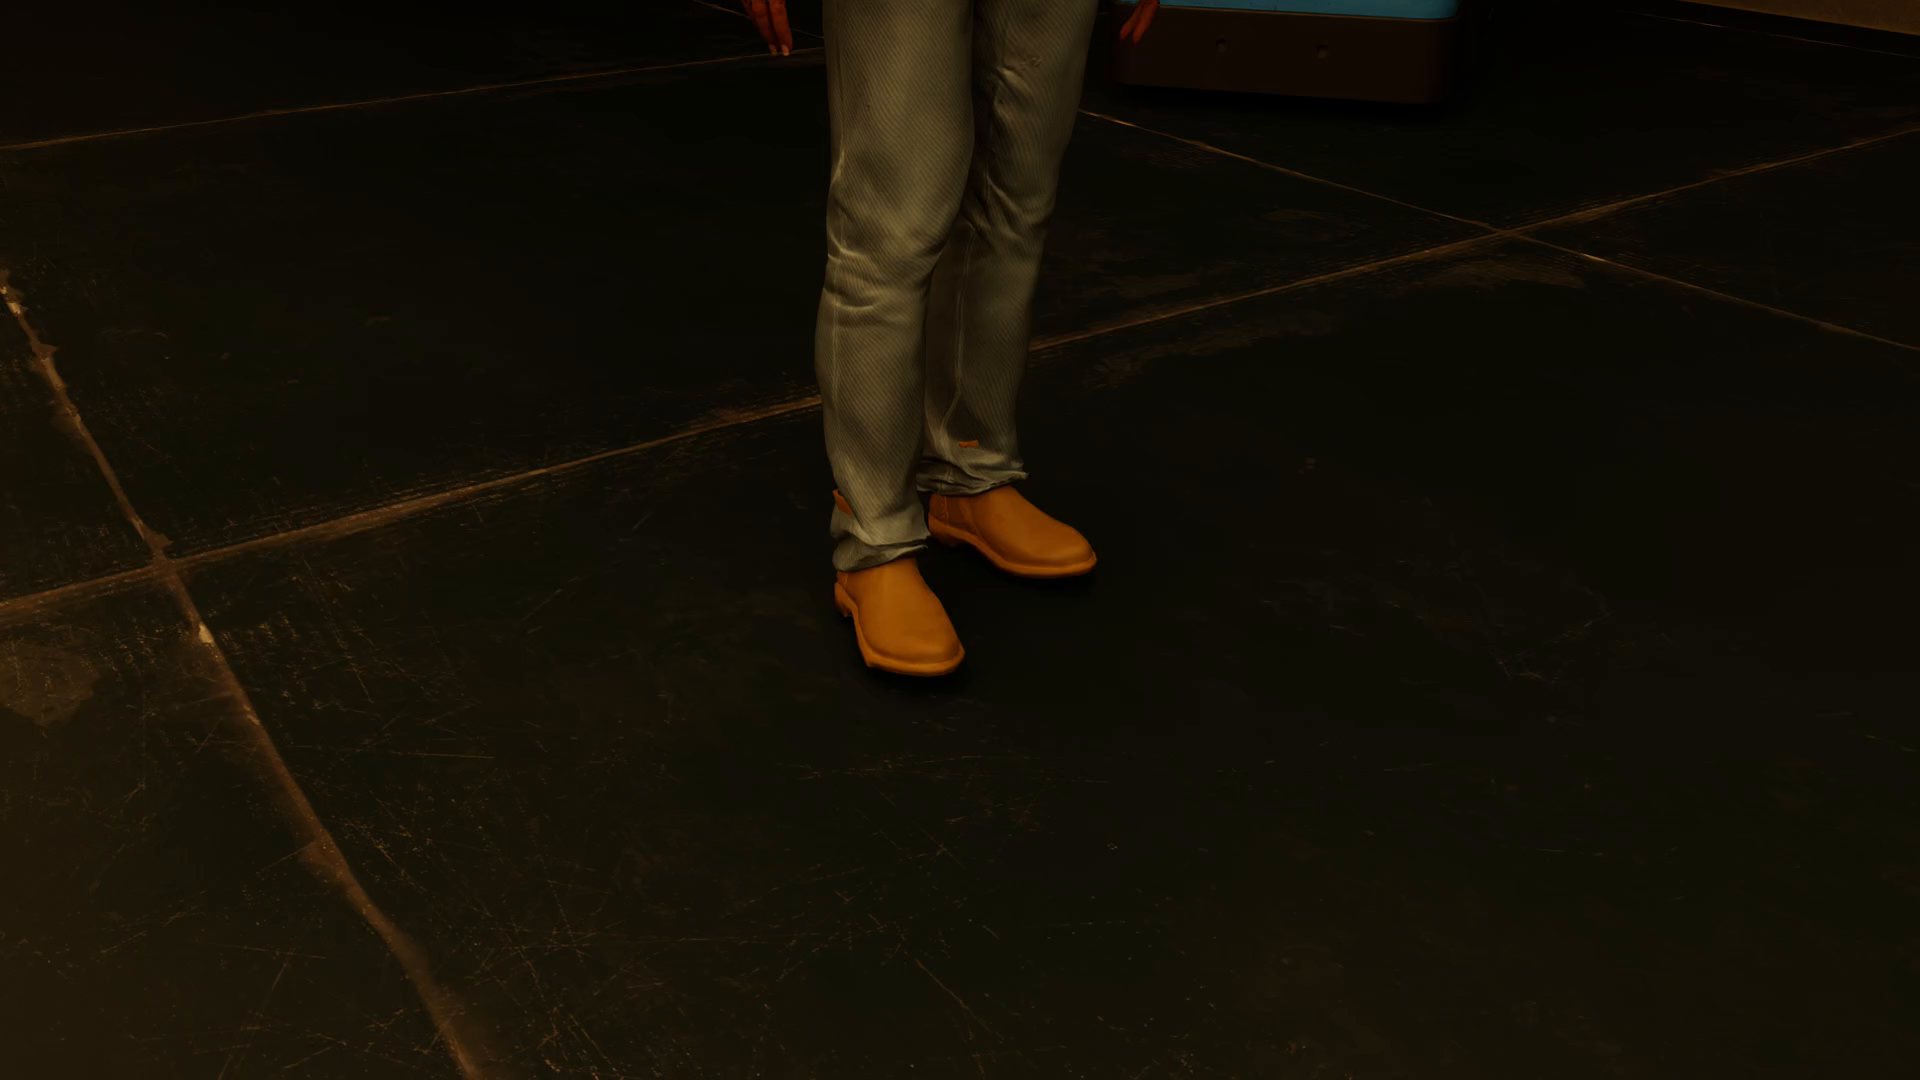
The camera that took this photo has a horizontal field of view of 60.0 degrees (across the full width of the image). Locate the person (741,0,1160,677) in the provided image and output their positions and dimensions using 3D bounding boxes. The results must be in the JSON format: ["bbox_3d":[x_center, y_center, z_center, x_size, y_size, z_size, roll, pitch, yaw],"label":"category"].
[{"bbox_3d":[0.036,-0.768,2.047,0.666,1.768,0.575,-17,31,-31],"label":"person"}]

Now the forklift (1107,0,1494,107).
[{"bbox_3d":[1.423,-3.232,5.674,1.130,2.935,3.031,9,28,17],"label":"forklift"}]
